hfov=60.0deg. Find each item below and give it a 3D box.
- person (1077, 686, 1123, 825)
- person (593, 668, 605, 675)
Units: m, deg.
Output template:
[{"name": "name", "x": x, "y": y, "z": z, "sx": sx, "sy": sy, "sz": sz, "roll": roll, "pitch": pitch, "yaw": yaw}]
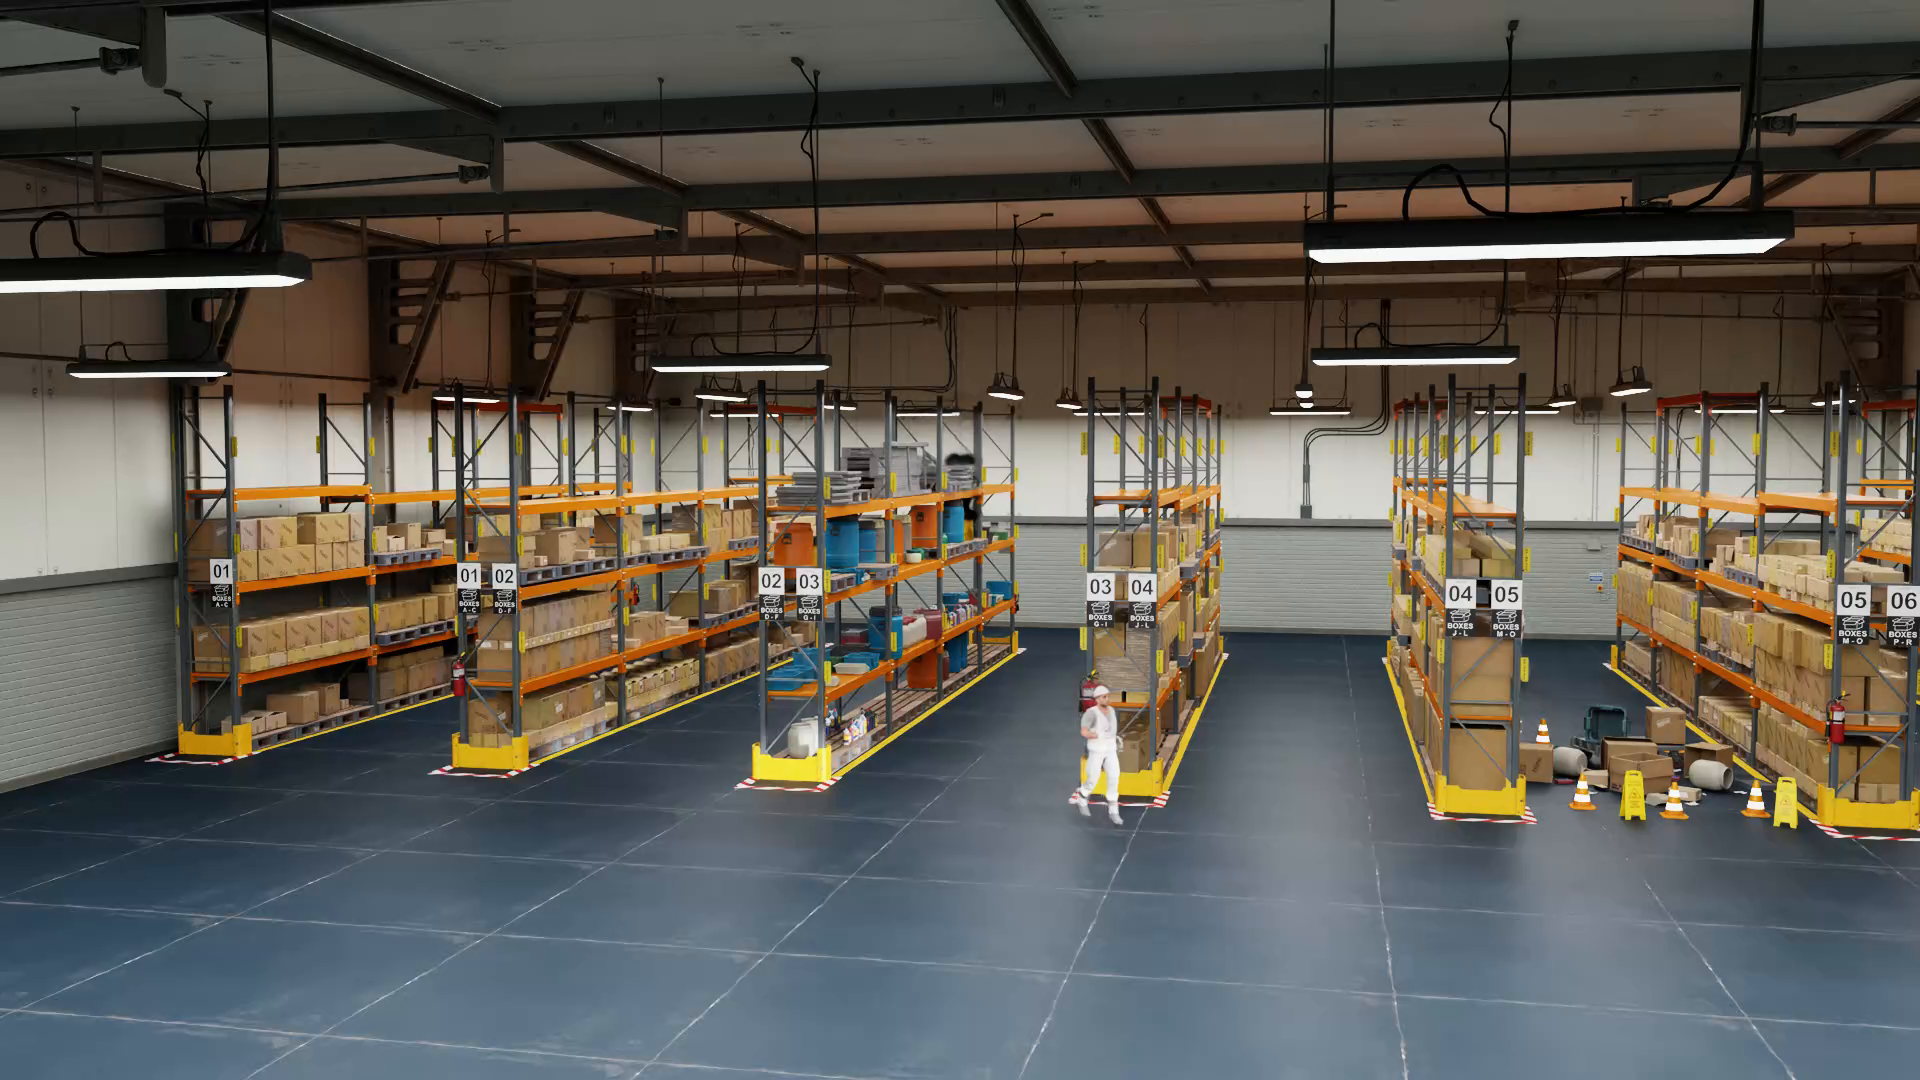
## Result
[{"name": "person", "x": 1.886, "y": 2.835, "z": 22.162, "sx": 0.663, "sy": 1.793, "sz": 0.889, "roll": -2, "pitch": 4, "yaw": -30}, {"name": "person", "x": -7.218, "y": 2.319, "z": 33.320, "sx": 0.579, "sy": 1.629, "sz": 0.643, "roll": 1, "pitch": 3, "yaw": 13}]
